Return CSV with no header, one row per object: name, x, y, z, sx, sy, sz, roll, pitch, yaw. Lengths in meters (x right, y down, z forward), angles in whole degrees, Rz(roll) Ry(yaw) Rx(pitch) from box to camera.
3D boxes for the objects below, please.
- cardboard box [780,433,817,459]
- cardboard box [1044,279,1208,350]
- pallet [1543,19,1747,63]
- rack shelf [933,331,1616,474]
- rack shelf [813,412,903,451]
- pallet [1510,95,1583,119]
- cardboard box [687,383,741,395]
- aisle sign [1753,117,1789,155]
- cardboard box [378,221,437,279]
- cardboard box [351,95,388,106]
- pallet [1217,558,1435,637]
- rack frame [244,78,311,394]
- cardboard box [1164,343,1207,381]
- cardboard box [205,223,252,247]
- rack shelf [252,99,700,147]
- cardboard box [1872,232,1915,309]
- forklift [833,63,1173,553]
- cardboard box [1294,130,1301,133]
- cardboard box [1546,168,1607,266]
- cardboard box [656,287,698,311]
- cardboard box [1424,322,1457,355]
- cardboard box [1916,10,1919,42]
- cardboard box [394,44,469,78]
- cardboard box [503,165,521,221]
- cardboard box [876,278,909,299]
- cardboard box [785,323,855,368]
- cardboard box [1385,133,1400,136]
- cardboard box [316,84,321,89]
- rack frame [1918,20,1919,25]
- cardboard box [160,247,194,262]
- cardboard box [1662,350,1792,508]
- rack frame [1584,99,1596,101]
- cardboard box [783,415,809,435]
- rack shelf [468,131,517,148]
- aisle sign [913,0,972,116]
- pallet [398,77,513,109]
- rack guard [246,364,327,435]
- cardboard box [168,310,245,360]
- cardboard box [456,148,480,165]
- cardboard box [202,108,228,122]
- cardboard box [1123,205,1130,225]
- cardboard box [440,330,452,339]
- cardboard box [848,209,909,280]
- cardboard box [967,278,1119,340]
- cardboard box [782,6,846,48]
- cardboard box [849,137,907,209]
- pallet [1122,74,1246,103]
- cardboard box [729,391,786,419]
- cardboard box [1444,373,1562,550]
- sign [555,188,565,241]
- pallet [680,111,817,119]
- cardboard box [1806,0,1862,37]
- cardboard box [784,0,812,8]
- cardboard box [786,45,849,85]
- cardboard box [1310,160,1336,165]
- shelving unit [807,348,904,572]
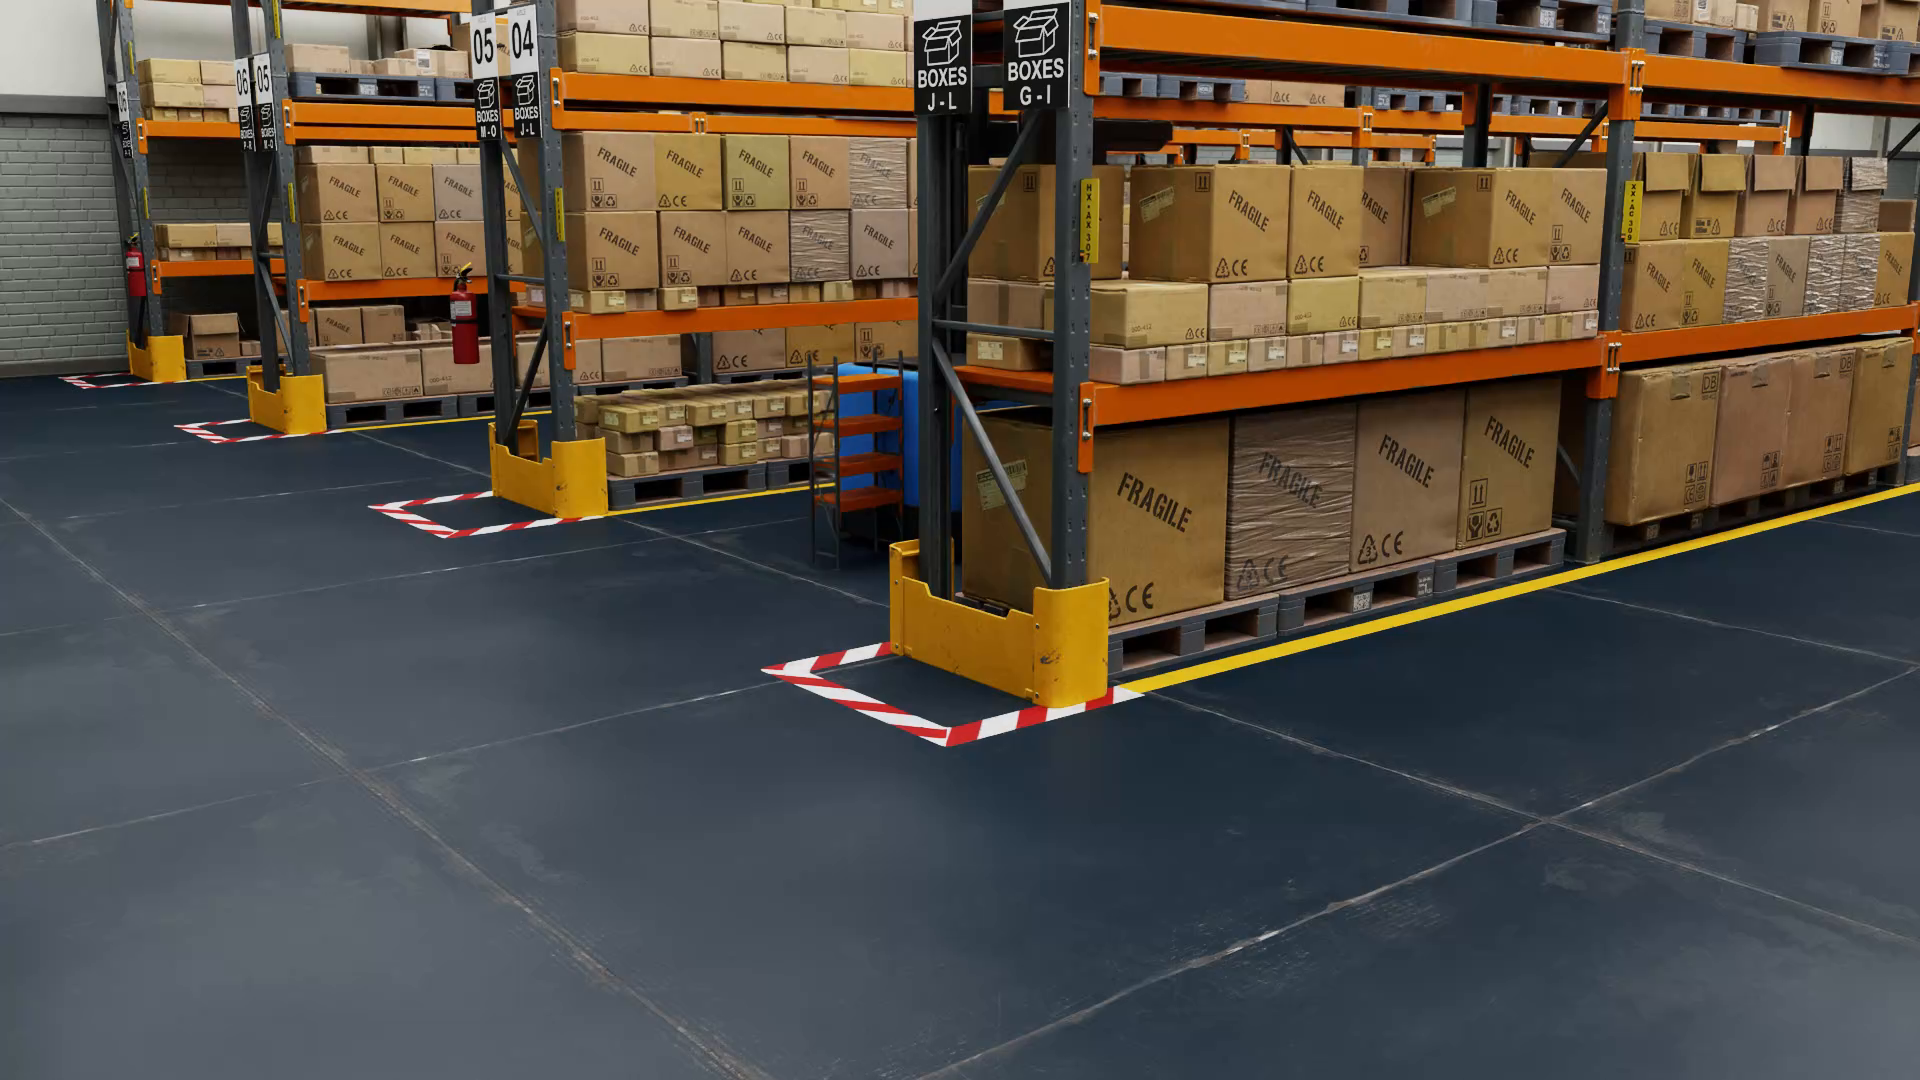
cardboard box,-1.242,-0.694,12.029,0.250,0.149,0.380,-10,16,-40
cardboard box,0.712,-0.977,7.155,0.500,0.250,0.500,-10,16,-39
pallet,3.977,-2.907,9.834,1.217,0.209,0.805,-10,16,-40
rack shelf,1.730,-0.794,8.381,4.000,0.370,1.077,-9,15,-38
rack shelf,-0.584,-0.615,9.384,0.258,0.148,0.480,12,17,44
pallet,5.834,-4.508,17.377,1.217,0.209,0.805,-10,16,-40
cardboard box,-1.824,-1.061,12.323,0.250,0.149,0.380,-9,15,-36
aisle sign,9.885,-5.013,20.255,0.004,0.787,0.394,-9,15,-38
cardboard box,-5.091,-2.629,15.047,0.500,0.500,0.500,-10,15,-38
cardboard box,-7.029,-5.120,19.444,0.500,0.250,0.500,-9,15,-36
pallet,1.696,0.203,8.663,1.213,0.211,1.003,-9,15,-38
rack frame,-6.022,-2.494,14.653,0.127,3.000,1.000,-9,15,-38
cardboard box,0.851,-0.790,7.232,0.250,0.149,0.380,-10,15,-38
cardboard box,-8.210,-3.452,18.807,0.500,0.250,0.500,-9,15,-37
rack shelf,-4.461,-3.869,15.639,4.000,0.370,1.077,-9,15,-38
cardboard box,6.185,-1.870,11.471,0.500,0.500,0.500,-9,15,-36
forklift,0.625,-1.579,10.508,1.130,2.935,3.031,12,17,44
cardboard box,4.329,-5.497,22.180,0.250,0.149,0.380,-9,15,-36
cardboard box,3.100,-1.742,8.950,0.500,0.500,0.500,-9,15,-36
cardboard box,-1.977,-1.636,11.218,0.250,0.149,0.380,-10,16,-39
cardboard box,2.255,-1.023,8.332,0.250,0.149,0.380,-10,15,-39
cardboard box,6.943,-3.705,11.689,0.500,0.500,0.500,-9,15,-37
cardboard box,-4.822,-4.358,15.173,0.500,0.311,0.500,-9,15,-37
cardboard box,-4.284,-3.249,15.562,0.500,0.500,0.500,-9,15,-37
cardboard box,-0.594,-1.880,12.365,0.250,0.149,0.380,-10,16,-40
cardboard box,-1.764,-2.391,18.273,0.875,0.875,0.875,-9,15,-36
cardboard box,5.965,-5.756,23.400,0.250,0.149,0.380,-9,15,-36
cardboard box,-7.438,-5.298,19.076,0.500,0.250,0.500,-9,15,-36
rack frame,6.415,-4.859,11.349,0.127,3.000,1.000,-9,15,-38
cardboard box,-8.698,-3.174,18.460,0.250,0.149,0.380,-10,15,-38
cardboard box,4.476,-0.774,10.658,0.875,0.875,1.225,-10,16,-40
rack frame,6.519,-6.196,17.644,0.127,3.000,1.000,-9,15,-38
cardboard box,-1.295,-0.867,12.127,0.250,0.149,0.380,-8,15,-35
rack shelf,-4.441,-5.193,21.872,4.000,0.370,1.077,-9,15,-38
aisle sign,-0.075,-2.198,6.999,0.004,0.787,0.394,-9,15,-38
pallet,-4.496,-4.175,15.562,1.213,0.211,1.003,-9,15,-38
rack guard,-6.041,-1.268,14.898,0.348,0.500,1.175,-9,15,-38
cardboard box,-8.589,-2.347,18.959,0.637,0.503,0.797,-10,16,-40
cardboard box,-4.550,-3.517,15.259,0.250,0.149,0.380,-9,15,-37
cardboard box,-8.333,-4.716,18.498,0.250,0.149,0.380,-9,15,-37
cardboard box,1.283,-2.644,13.518,0.250,0.149,0.380,-9,15,-37
cardboard box,-6.254,-2.509,20.574,0.250,0.149,0.380,-10,16,-39
cardboard box,-0.724,-2.178,12.206,0.500,0.500,0.500,-10,15,-38
cardboard box,0.381,-1.065,7.567,0.500,0.250,0.500,-10,15,-39
cardboard box,-1.143,-3.555,11.585,0.500,0.250,0.500,-10,16,-40
cardboard box,-0.735,-2.670,12.117,0.500,0.500,0.500,-9,15,-36
pallet,1.629,-3.797,14.018,1.003,0.211,1.213,-9,15,-38
cardboard box,-1.448,-0.966,11.879,0.250,0.149,0.380,-9,15,-35
cardboard box,2.727,-0.499,9.363,0.875,0.875,0.875,-9,15,-38
sign,-2.512,-2.040,10.430,0.005,0.325,0.100,-9,15,-38
pallet,-2.214,-4.514,17.404,1.217,0.209,0.805,-10,16,-40
cardboard box,5.365,-3.429,10.584,0.500,0.500,0.500,-8,15,-35
cardboard box,-1.225,-3.740,11.495,0.250,0.149,0.380,-9,15,-36
cardboard box,-1.123,-3.317,11.667,0.500,0.250,0.500,-10,15,-38
cardboard box,4.649,-4.880,22.526,0.500,0.500,0.700,-10,15,-39
shelving unit,-0.584,-0.462,9.416,0.258,1.200,0.503,12,17,44
